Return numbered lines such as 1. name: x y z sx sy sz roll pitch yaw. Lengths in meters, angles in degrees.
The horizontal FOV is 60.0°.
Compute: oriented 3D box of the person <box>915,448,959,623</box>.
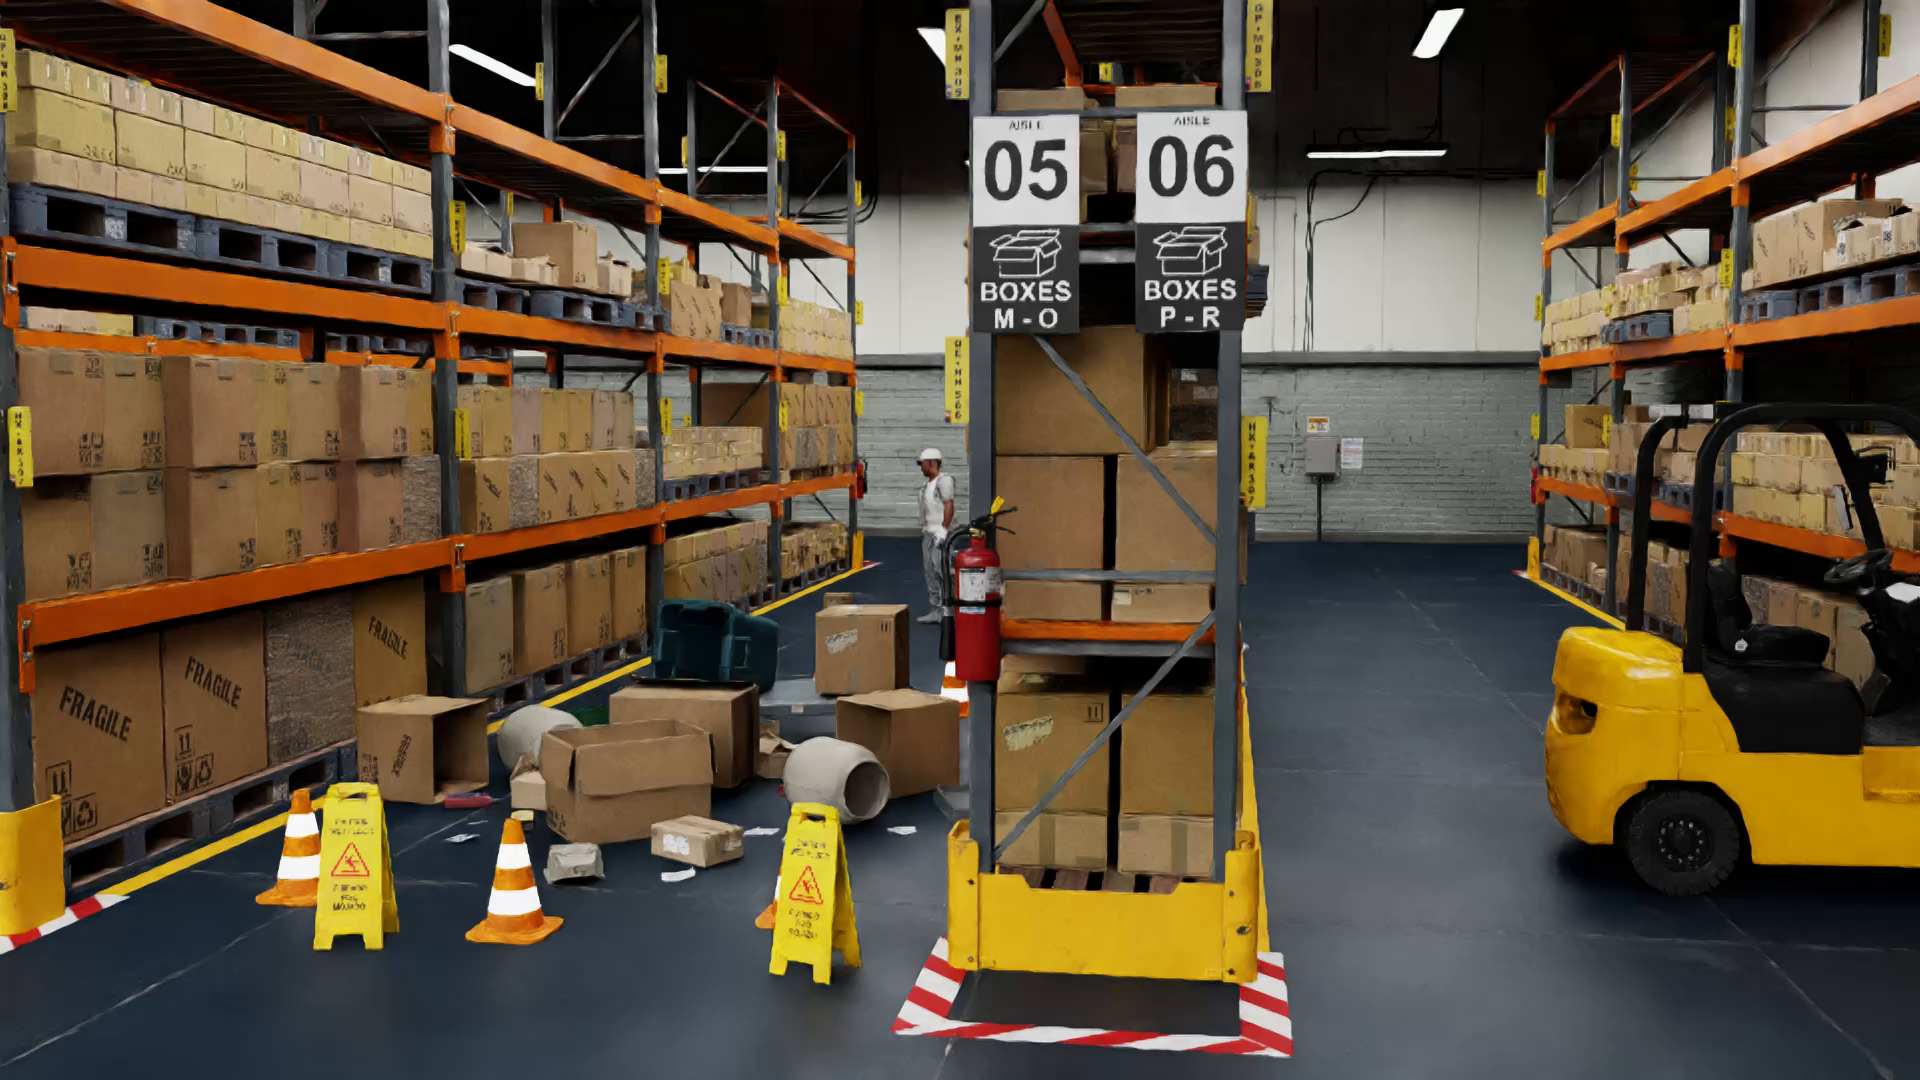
1. person: -0.181 -0.052 16.825 0.694 1.759 0.597 -2 5 -27
